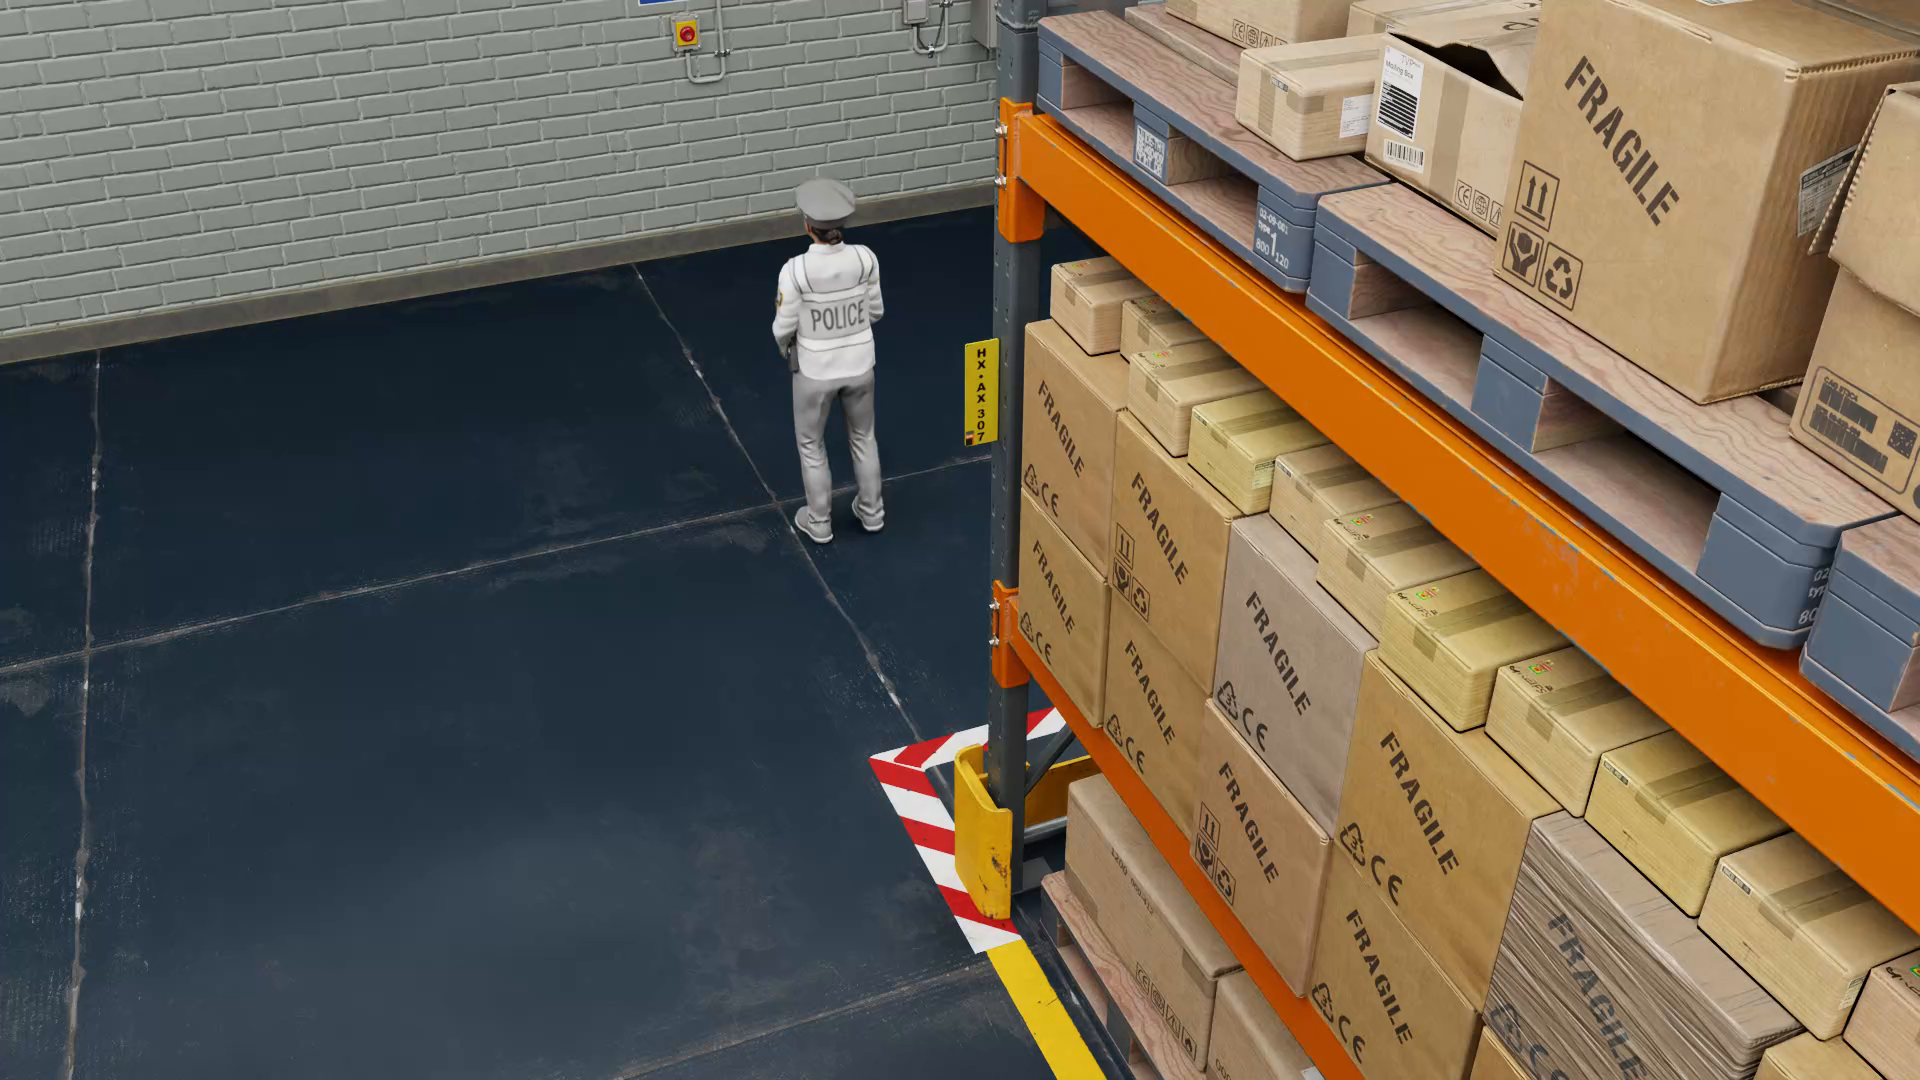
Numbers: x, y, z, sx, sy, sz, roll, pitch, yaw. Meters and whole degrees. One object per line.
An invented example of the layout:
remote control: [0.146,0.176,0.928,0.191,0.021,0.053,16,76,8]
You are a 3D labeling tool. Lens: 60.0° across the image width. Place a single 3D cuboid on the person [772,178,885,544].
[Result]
person: [-0.582,-0.783,7.289,0.494,1.690,0.464,-13,36,-19]
